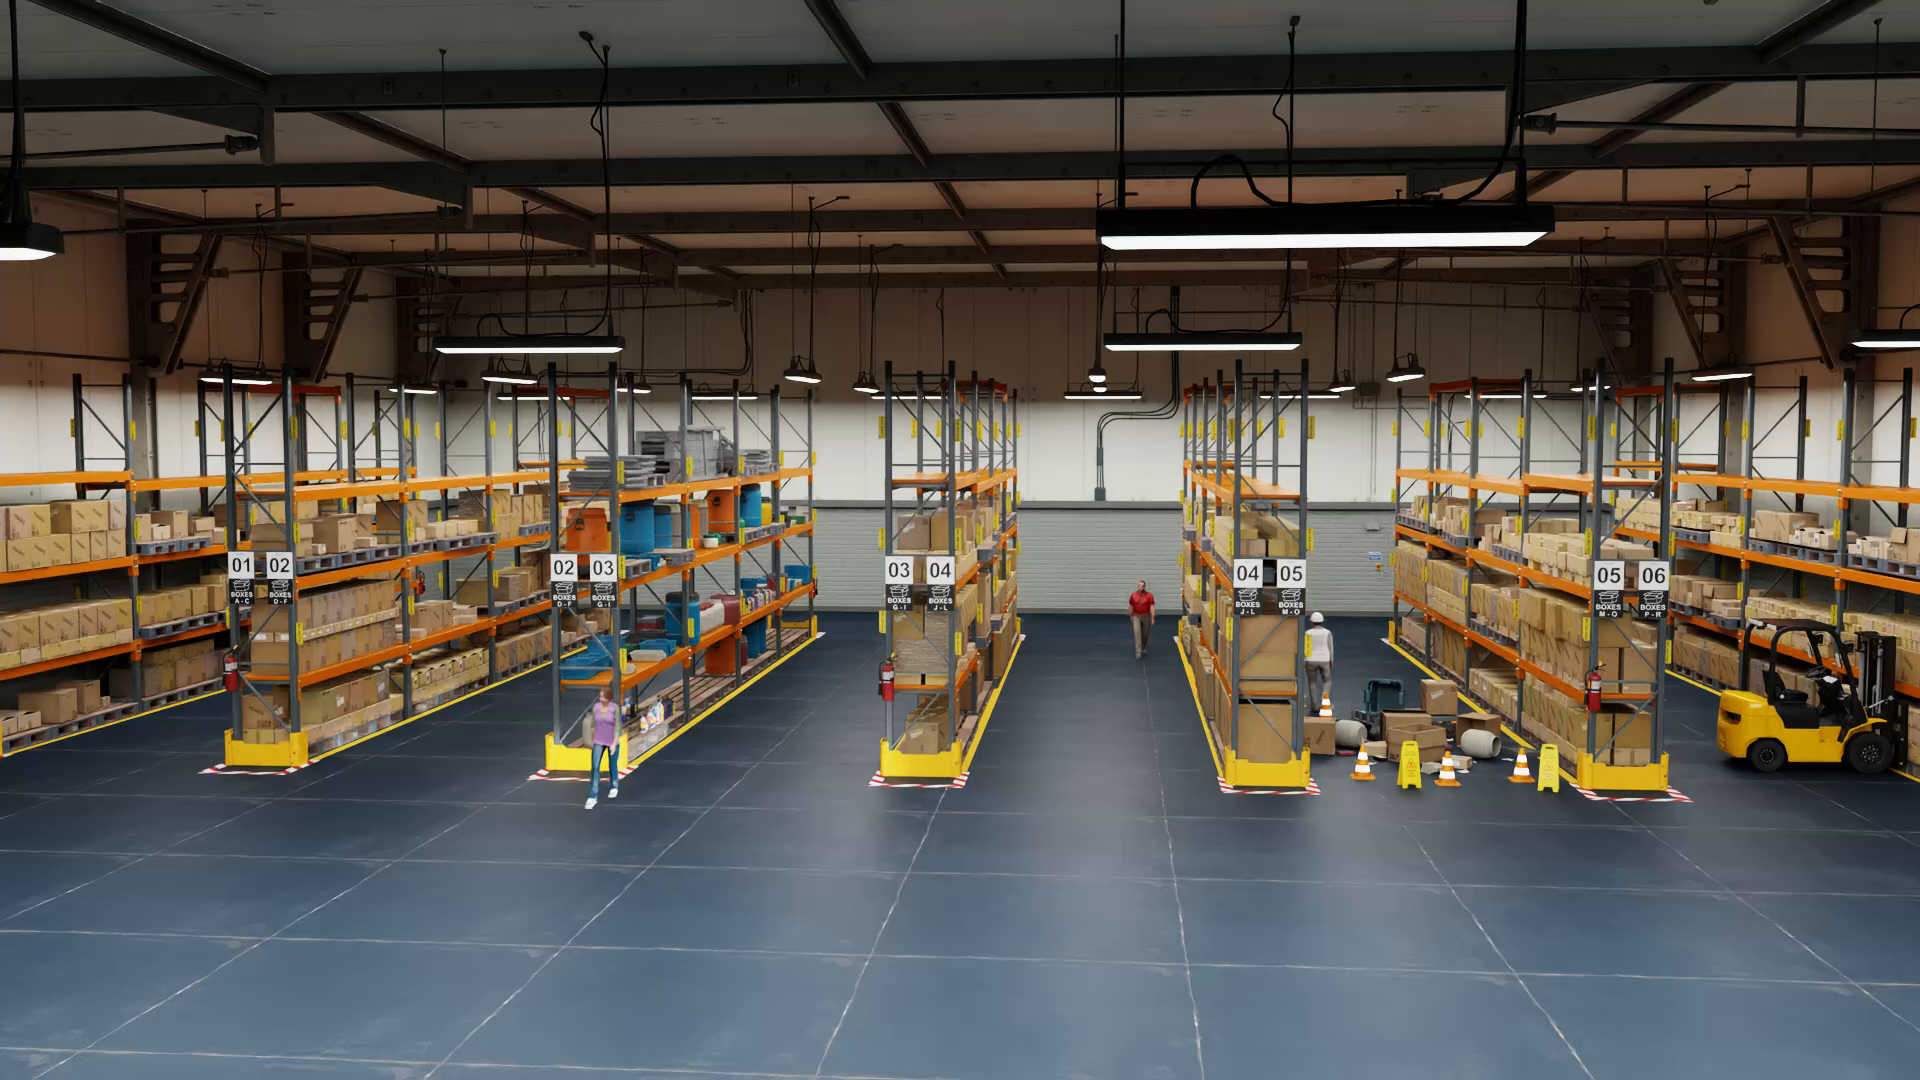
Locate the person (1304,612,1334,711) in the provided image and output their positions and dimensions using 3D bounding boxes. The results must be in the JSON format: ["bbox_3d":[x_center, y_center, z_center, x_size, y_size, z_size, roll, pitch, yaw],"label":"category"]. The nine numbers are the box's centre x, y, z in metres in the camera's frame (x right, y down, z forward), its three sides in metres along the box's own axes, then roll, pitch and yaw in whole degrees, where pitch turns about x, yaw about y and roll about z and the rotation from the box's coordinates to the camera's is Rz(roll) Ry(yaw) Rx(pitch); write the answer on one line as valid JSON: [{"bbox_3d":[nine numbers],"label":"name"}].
[{"bbox_3d":[6.389,2.175,29.665,0.566,1.769,0.537,0,4,5],"label":"person"}]

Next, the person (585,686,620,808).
[{"bbox_3d":[-4.770,2.741,22.314,0.437,1.564,0.850,0,4,-4],"label":"person"}]

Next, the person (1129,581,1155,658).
[{"bbox_3d":[4.023,1.735,36.718,0.560,1.662,1.067,0,4,3],"label":"person"}]
